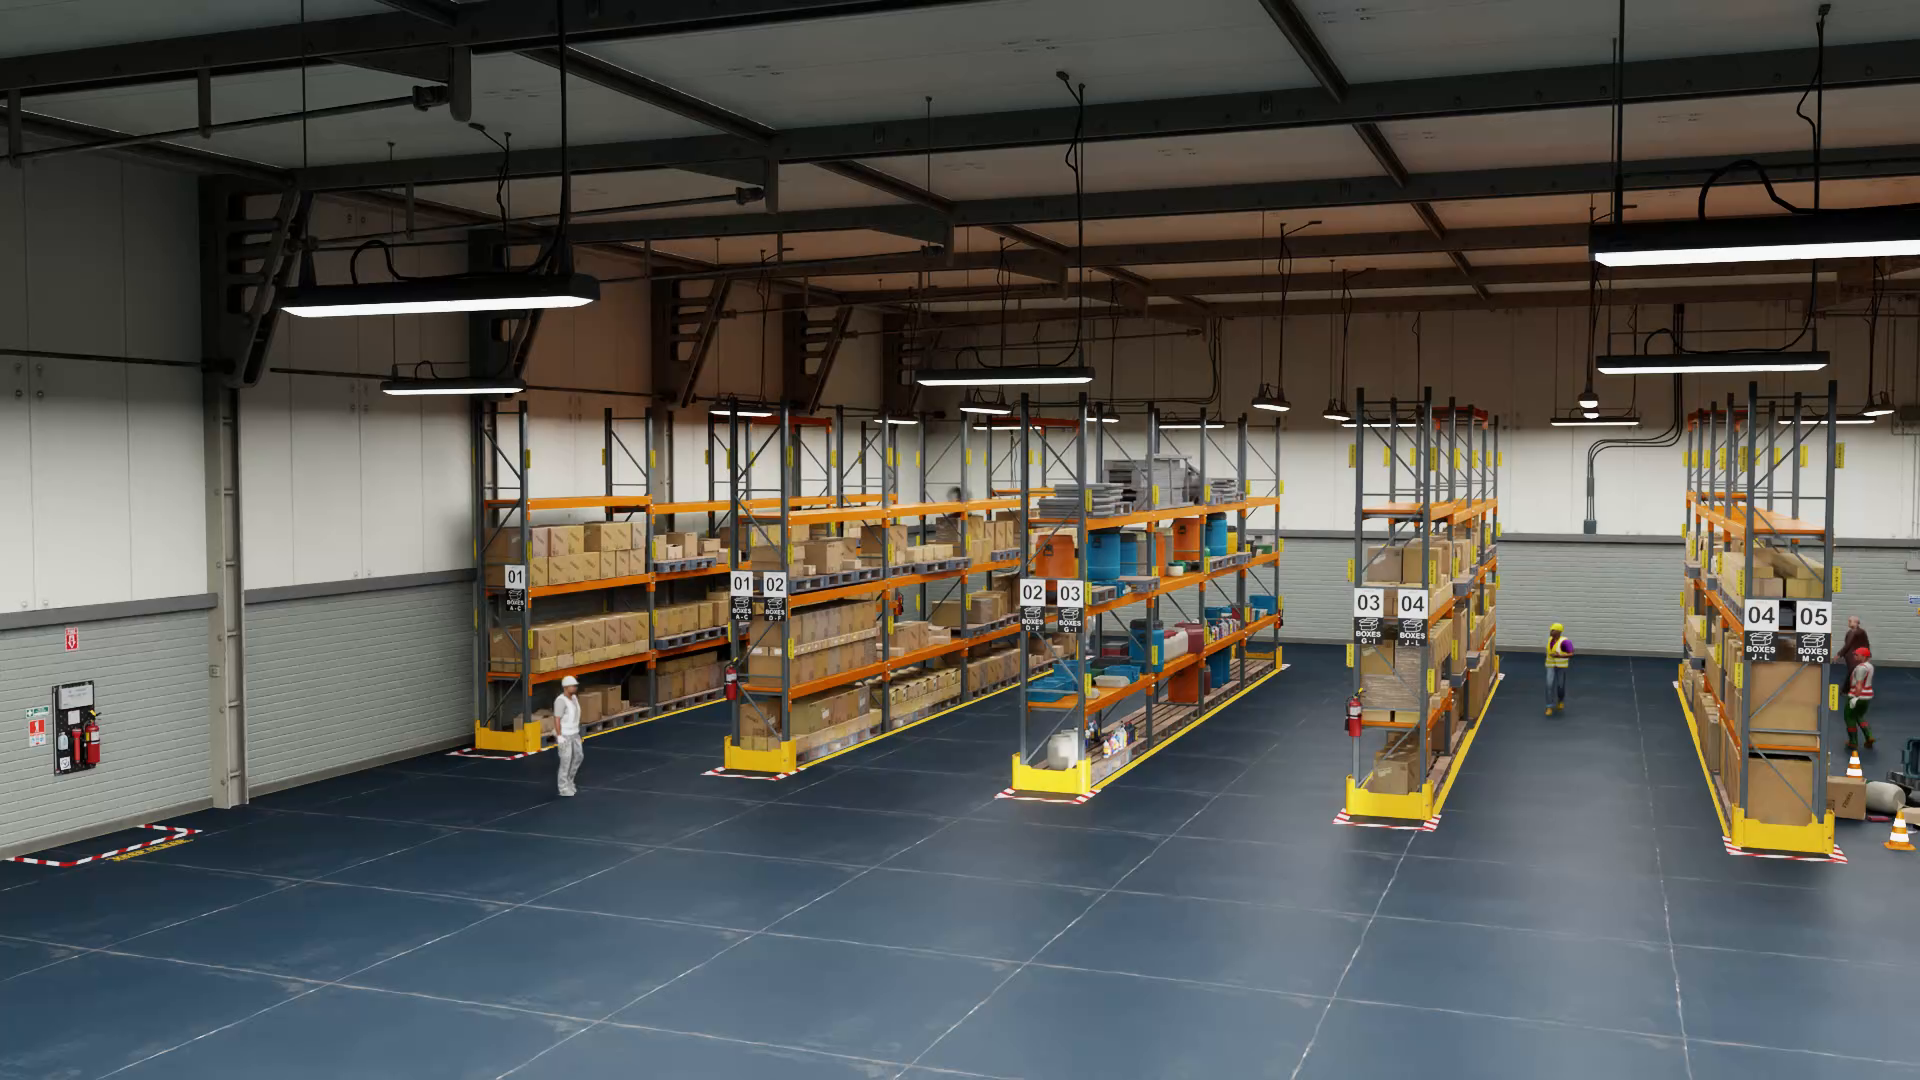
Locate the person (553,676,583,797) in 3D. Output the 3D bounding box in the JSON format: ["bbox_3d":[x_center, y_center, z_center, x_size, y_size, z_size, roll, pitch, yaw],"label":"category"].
[{"bbox_3d":[-5.860,2.938,24.821,0.401,1.839,0.659,1,3,14],"label":"person"}]

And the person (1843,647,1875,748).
[{"bbox_3d":[15.591,2.744,28.862,0.563,1.781,0.517,-1,3,-19],"label":"person"}]

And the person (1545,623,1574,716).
[{"bbox_3d":[11.797,2.534,32.725,0.541,1.808,0.847,1,3,23],"label":"person"}]

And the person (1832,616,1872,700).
[{"bbox_3d":[18.482,2.434,34.472,0.772,1.721,1.120,-1,3,-14],"label":"person"}]

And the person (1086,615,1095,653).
[{"bbox_3d":[3.171,2.054,42.459,0.646,1.754,0.899,0,3,-10],"label":"person"}]
